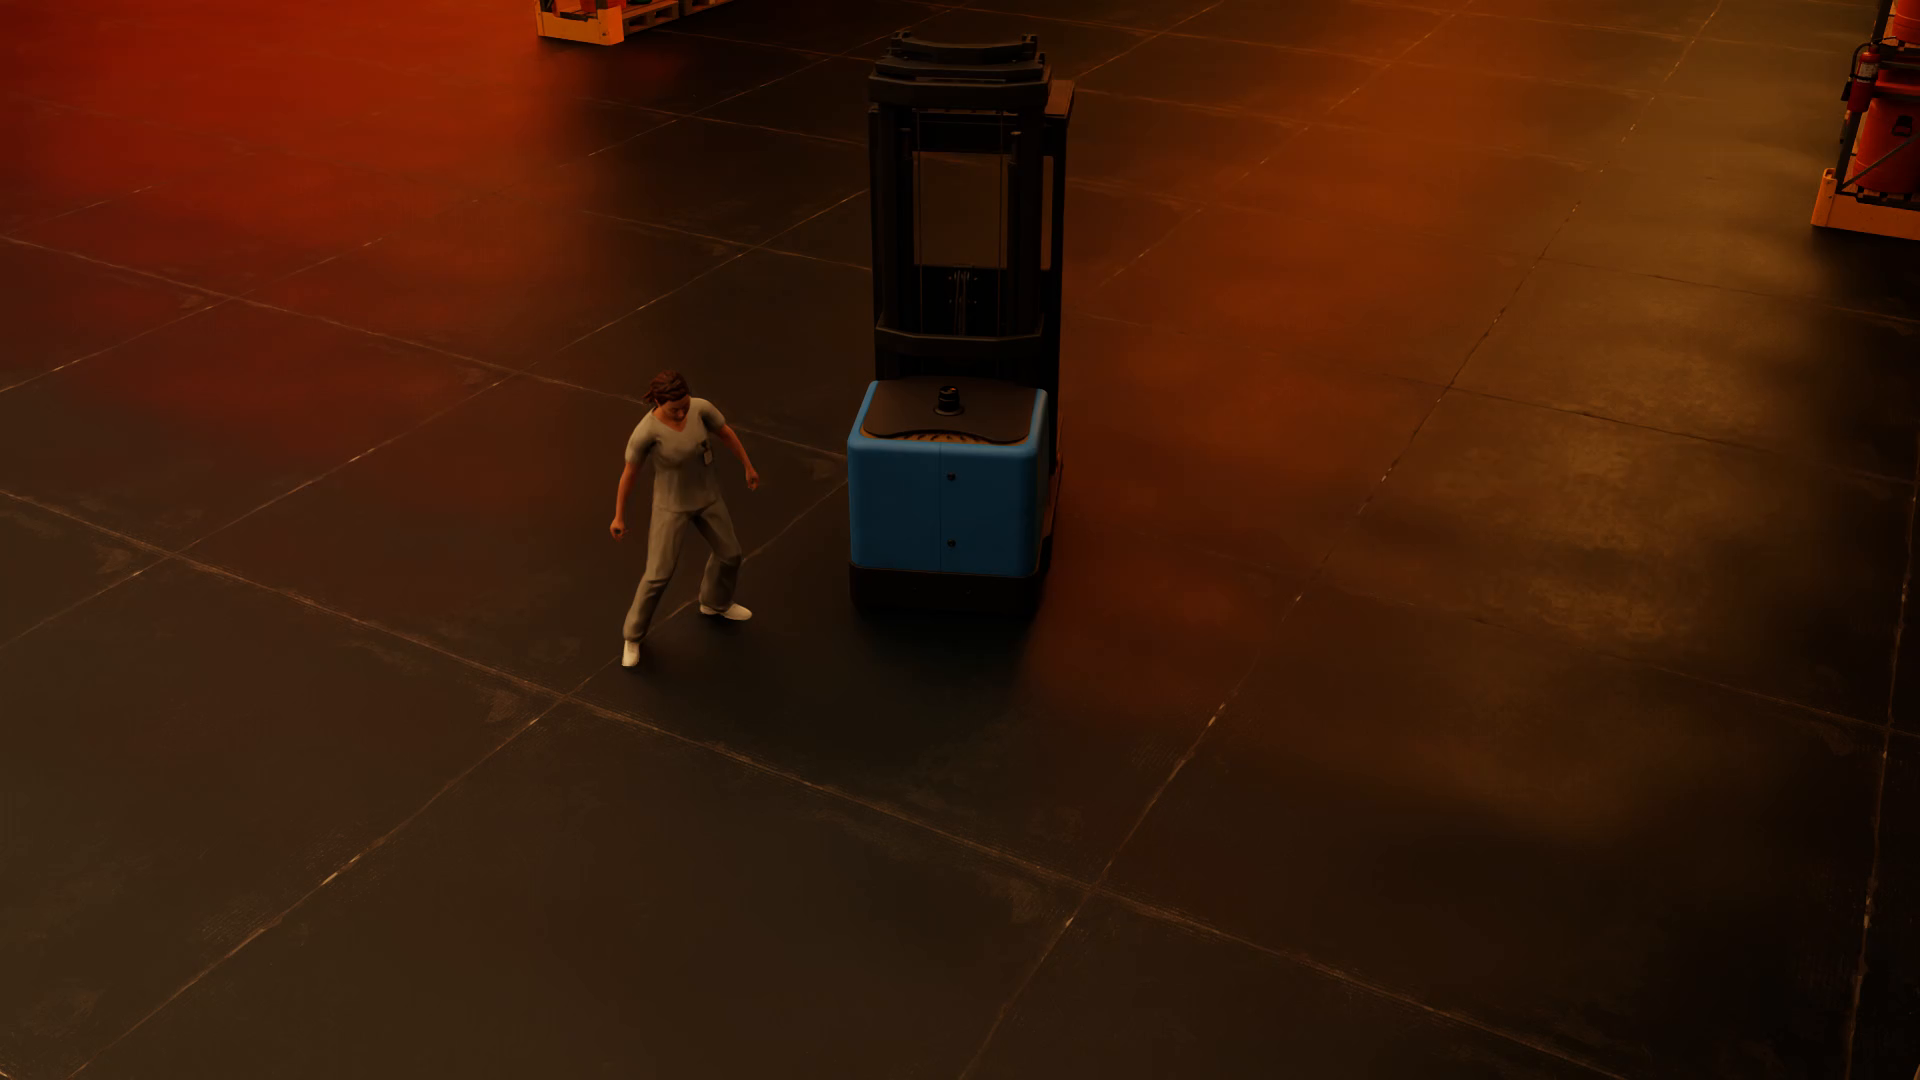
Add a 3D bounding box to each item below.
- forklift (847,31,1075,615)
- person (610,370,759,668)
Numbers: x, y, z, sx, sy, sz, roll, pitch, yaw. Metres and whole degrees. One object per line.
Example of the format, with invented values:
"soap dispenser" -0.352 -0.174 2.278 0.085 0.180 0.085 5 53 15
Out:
"forklift" 0.072 -1.572 9.794 1.130 2.935 3.031 3 30 6
"person" -1.464 -0.174 8.714 0.895 1.633 0.400 -21 36 -32
